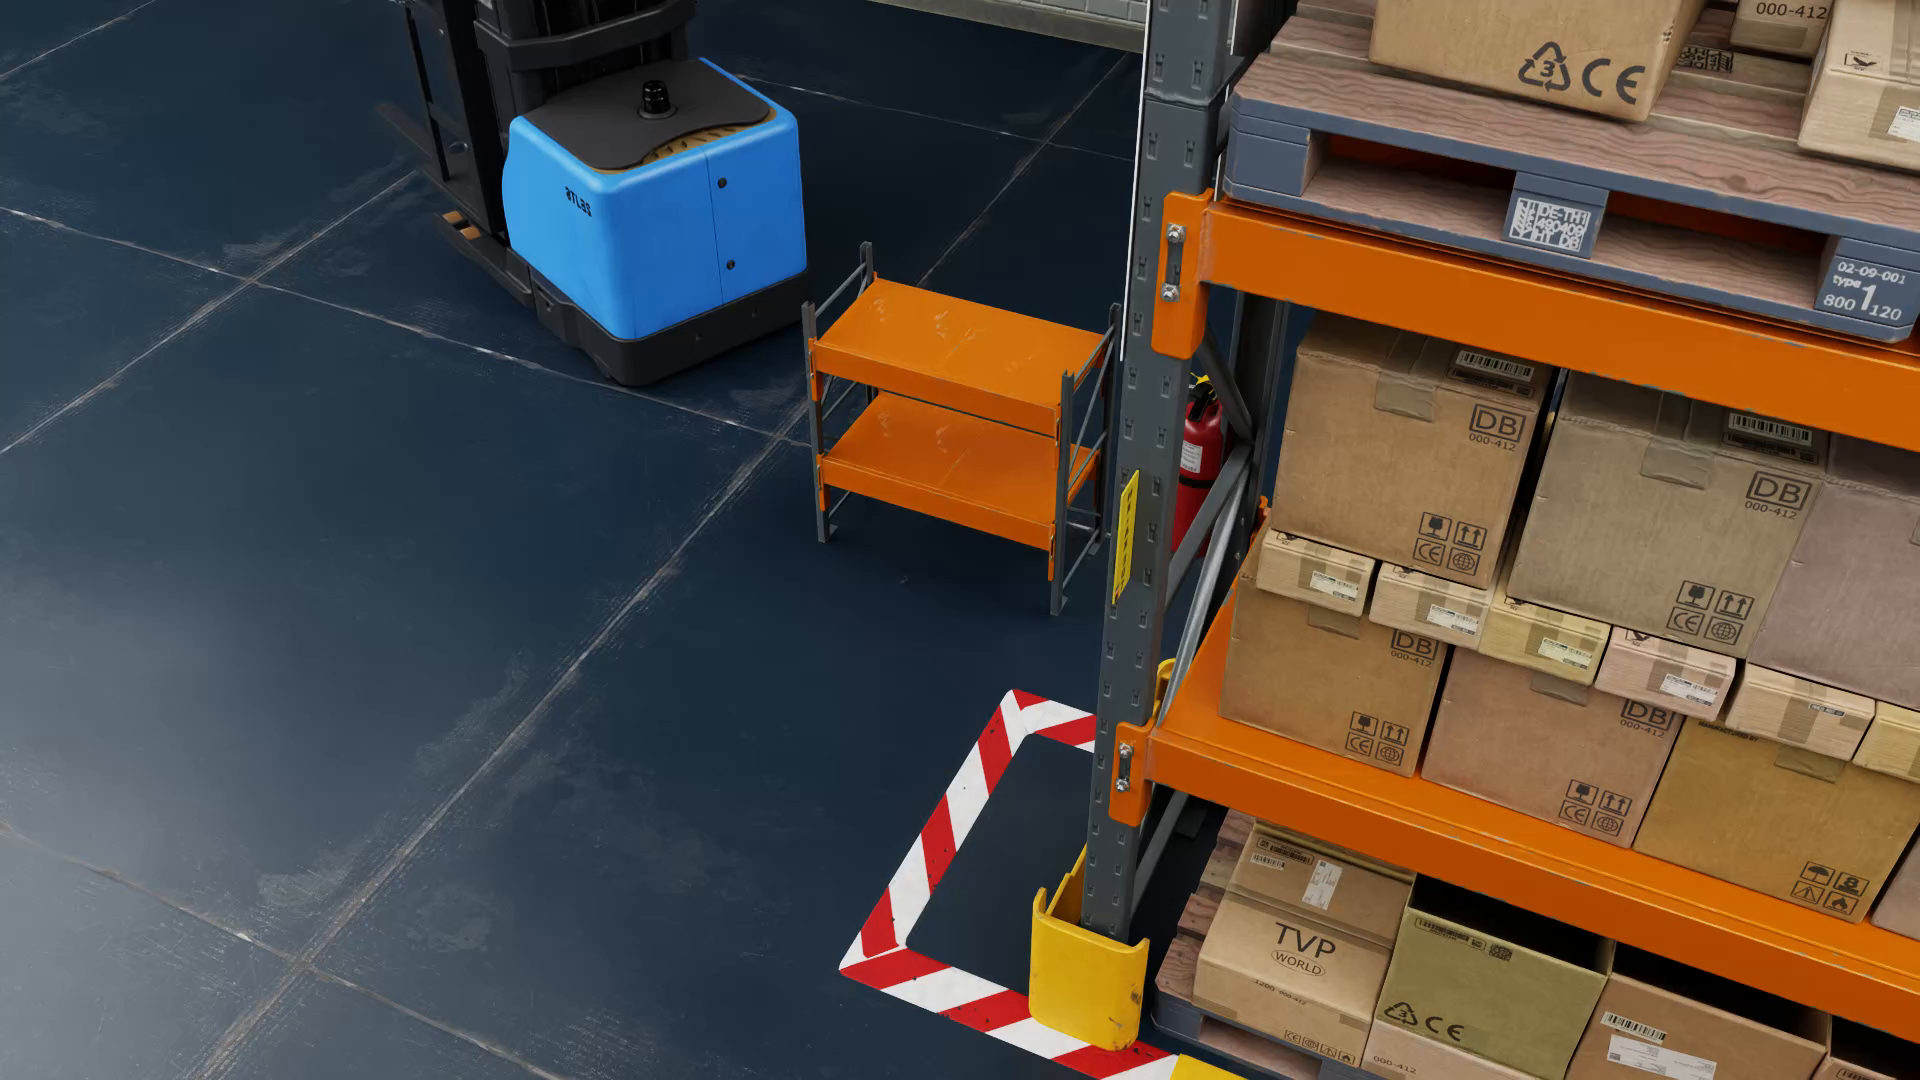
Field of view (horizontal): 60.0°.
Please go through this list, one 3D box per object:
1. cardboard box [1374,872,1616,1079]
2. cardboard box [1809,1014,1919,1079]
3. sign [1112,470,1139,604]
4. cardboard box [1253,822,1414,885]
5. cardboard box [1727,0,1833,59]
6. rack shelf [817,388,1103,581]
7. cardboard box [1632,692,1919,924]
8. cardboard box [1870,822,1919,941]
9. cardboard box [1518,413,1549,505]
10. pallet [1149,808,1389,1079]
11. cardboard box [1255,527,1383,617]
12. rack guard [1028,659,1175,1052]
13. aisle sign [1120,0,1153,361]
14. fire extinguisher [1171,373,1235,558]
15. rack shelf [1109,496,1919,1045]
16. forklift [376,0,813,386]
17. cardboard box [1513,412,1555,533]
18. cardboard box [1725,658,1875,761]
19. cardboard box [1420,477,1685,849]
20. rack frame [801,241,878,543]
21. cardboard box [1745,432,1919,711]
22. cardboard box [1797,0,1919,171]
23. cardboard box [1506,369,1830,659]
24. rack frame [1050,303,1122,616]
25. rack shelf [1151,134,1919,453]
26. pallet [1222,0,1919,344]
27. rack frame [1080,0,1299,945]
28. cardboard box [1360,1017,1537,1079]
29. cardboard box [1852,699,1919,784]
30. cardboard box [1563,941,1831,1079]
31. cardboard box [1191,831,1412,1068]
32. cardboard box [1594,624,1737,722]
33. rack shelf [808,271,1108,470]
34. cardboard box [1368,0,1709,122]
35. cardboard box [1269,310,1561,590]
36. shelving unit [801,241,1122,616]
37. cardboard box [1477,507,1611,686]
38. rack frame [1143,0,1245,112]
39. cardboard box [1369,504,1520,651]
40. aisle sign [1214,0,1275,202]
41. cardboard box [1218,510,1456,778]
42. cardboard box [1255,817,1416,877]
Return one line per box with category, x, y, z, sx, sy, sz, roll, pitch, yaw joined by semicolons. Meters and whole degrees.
cardboard box;1.458;1.041;4.465;0.500;0.500;0.500;17;44;19
cardboard box;2.363;1.320;4.143;0.500;0.500;0.500;17;44;19
sign;0.372;-0.004;3.743;0.005;0.325;0.100;17;44;19
cardboard box;1.223;0.879;5.224;0.500;0.250;0.500;17;44;19
cardboard box;1.768;-1.100;3.126;0.500;0.250;0.500;17;44;19
rack shelf;0.006;-0.238;6.540;1.000;0.278;0.538;17;44;19
cardboard box;1.956;0.408;3.912;0.500;0.500;0.700;17;44;19
cardboard box;2.434;0.552;3.747;0.500;0.500;0.700;18;44;20
cardboard box;1.277;-0.193;4.111;0.250;0.149;0.380;18;44;20
pallet;1.323;1.266;5.128;1.213;0.211;1.003;17;44;19
cardboard box;0.877;-0.021;3.912;0.250;0.149;0.380;17;44;18
rack guard;0.591;0.964;5.257;0.348;0.500;1.175;17;44;19
aisle sign;0.424;-0.793;3.390;0.004;0.787;0.394;17;44;19
fire extinguisher;0.702;-0.254;4.811;0.183;0.674;0.296;17;44;19
rack shelf;2.425;0.851;4.027;4.000;0.370;1.077;17;44;19
forklift;-2.012;-2.699;7.627;1.130;2.935;3.031;-28;48;-28
cardboard box;1.509;-0.122;4.029;0.250;0.149;0.380;16;44;18
cardboard box;1.813;0.264;3.583;0.250;0.149;0.380;16;43;17
cardboard box;1.508;0.267;4.075;0.500;0.500;0.700;18;44;20
rack frame;-0.455;-0.564;6.542;0.032;1.125;0.500;17;44;19
cardboard box;2.014;-0.069;3.473;0.500;0.500;0.700;17;44;19
cardboard box;1.604;-0.794;2.850;0.250;0.149;0.380;17;44;19
cardboard box;1.557;-0.208;3.633;0.500;0.500;0.700;16;43;18
rack frame;0.467;-0.282;6.217;0.032;1.125;0.500;17;44;19
rack shelf;2.425;-0.282;3.044;4.000;0.370;1.077;17;44;19
pallet;1.242;-0.863;3.233;1.213;0.211;1.003;17;44;19
rack frame;0.613;0.026;4.430;0.127;3.000;1.000;17;44;19
cardboard box;1.459;1.323;4.712;0.500;0.250;0.500;17;44;19
cardboard box;2.045;0.335;3.502;0.250;0.149;0.380;16;44;18
cardboard box;1.917;1.171;4.315;0.500;0.500;0.500;17;44;19
cardboard box;1.005;1.187;4.870;0.500;0.250;0.500;17;44;19
cardboard box;1.571;0.192;3.667;0.250;0.149;0.380;16;44;18
rack shelf;0.006;-0.644;6.188;1.000;0.278;0.538;17;44;19
cardboard box;1.132;-1.197;3.044;0.637;0.503;0.797;20;45;22
cardboard box;1.078;-0.351;3.798;0.500;0.500;0.700;17;44;19
shelving unit;0.006;-0.423;6.379;1.048;1.125;0.538;17;44;19
cardboard box;1.343;0.121;3.749;0.250;0.149;0.380;17;44;19
rack frame;0.613;-2.241;2.465;0.127;3.000;1.000;17;44;19
cardboard box;1.118;0.051;3.830;0.250;0.149;0.380;16;43;18
aisle sign;0.677;-1.149;3.801;0.004;0.787;0.394;17;44;19
cardboard box;1.030;0.125;4.239;0.500;0.500;0.700;17;44;19
cardboard box;1.224;0.595;4.980;0.500;0.500;0.500;17;44;19
